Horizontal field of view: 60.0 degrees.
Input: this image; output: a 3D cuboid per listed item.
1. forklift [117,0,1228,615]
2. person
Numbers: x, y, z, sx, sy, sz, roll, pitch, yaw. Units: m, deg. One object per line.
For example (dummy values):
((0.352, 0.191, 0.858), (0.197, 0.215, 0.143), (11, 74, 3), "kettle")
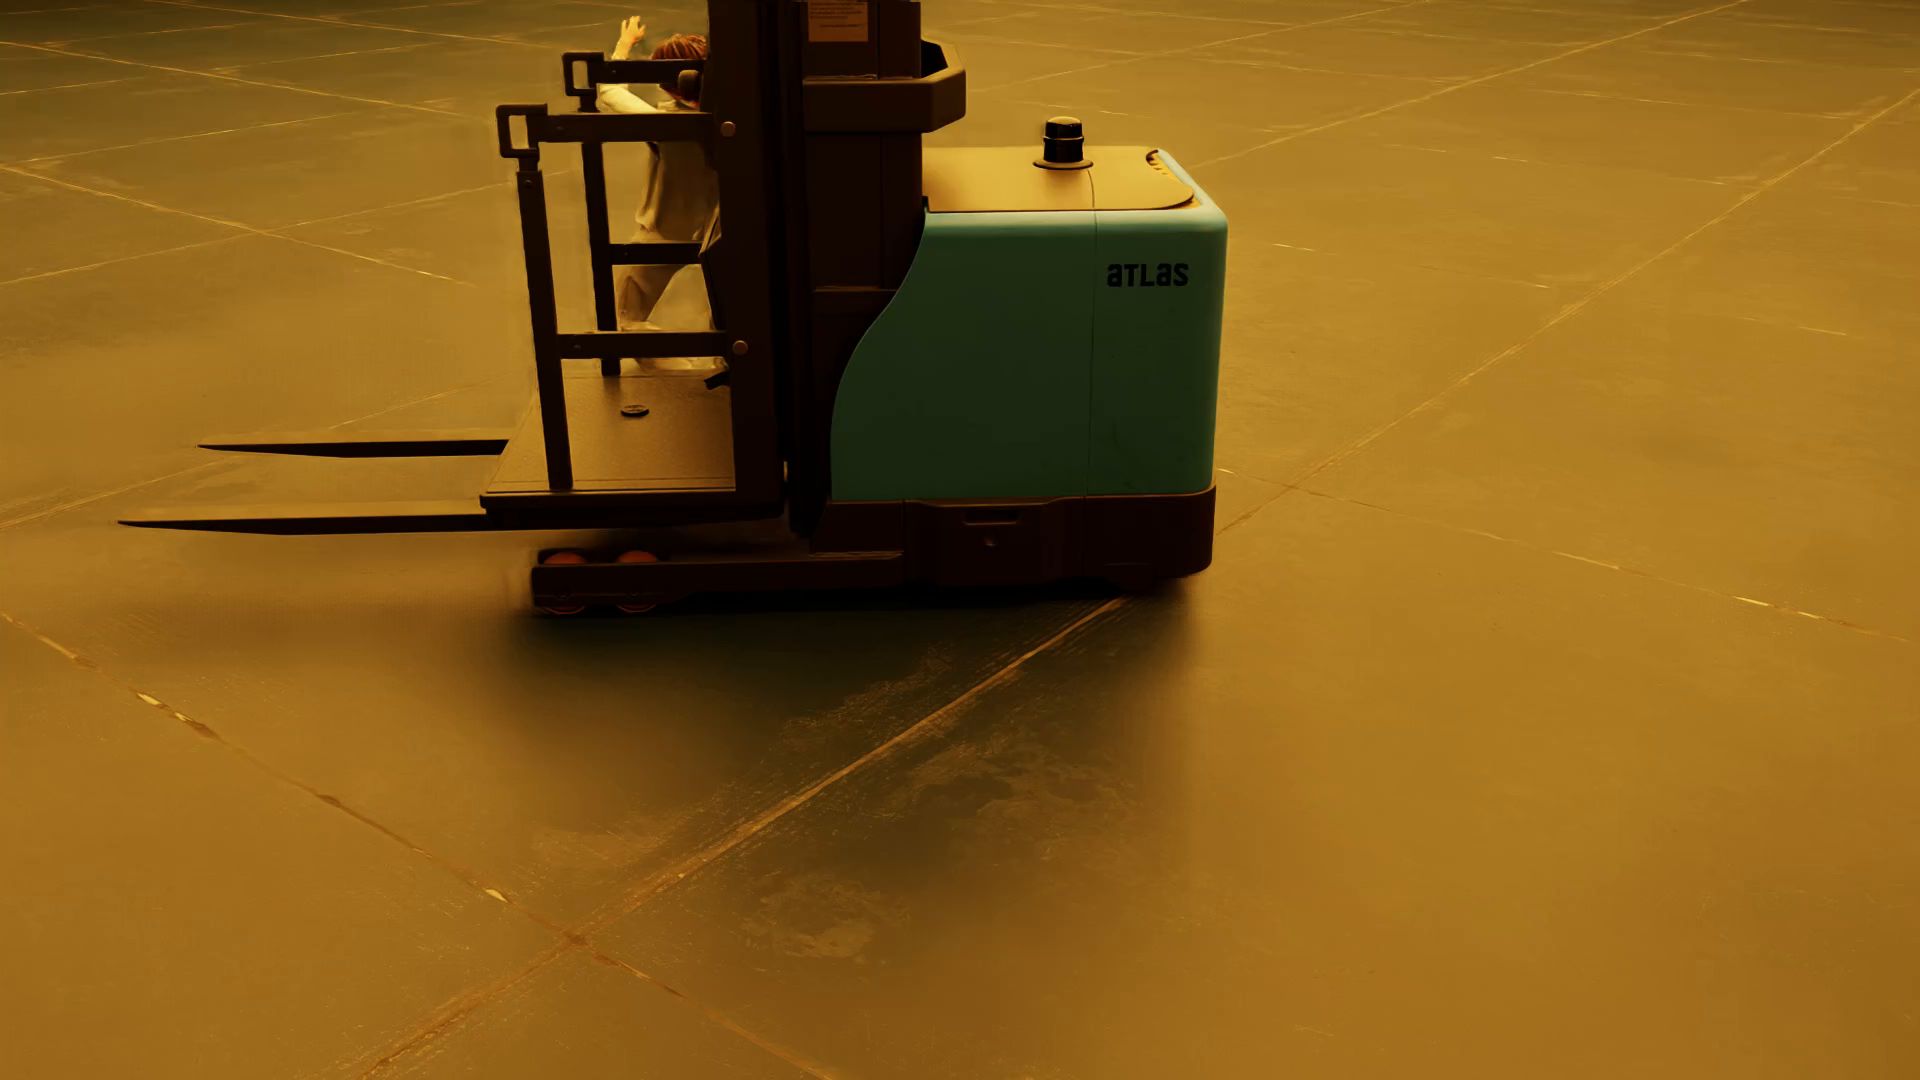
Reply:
((-0.826, -1.357, 4.460), (3.031, 2.935, 1.130), (-1, 23, -3), "forklift")
((-0.839, -1.091, 5.794), (0.671, 1.377, 0.917), (18, 29, 36), "person")
